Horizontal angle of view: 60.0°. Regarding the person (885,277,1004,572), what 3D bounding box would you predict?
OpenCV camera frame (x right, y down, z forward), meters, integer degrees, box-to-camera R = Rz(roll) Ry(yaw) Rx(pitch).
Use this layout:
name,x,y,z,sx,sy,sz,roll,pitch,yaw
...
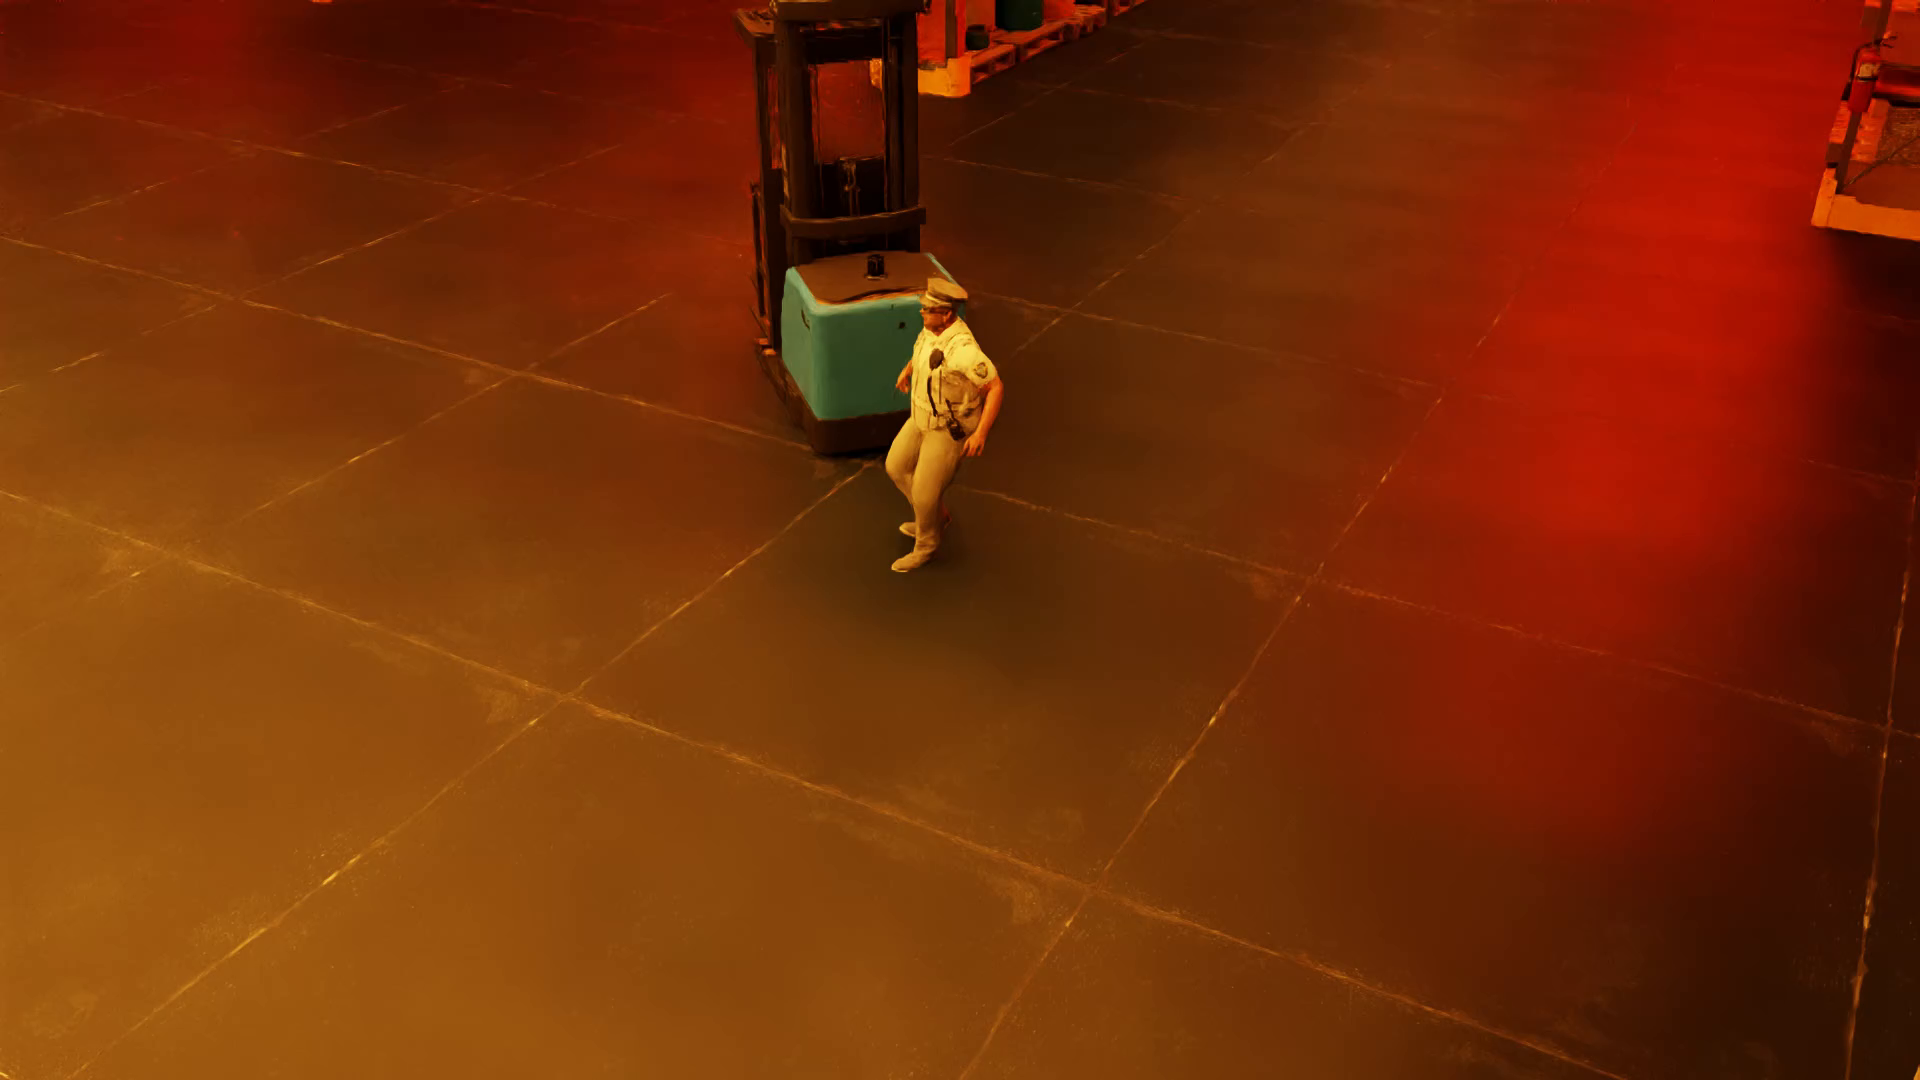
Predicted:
name,x,y,z,sx,sy,sz,roll,pitch,yaw
person,-0.167,-0.679,9.513,0.620,1.731,0.913,-11,32,-19

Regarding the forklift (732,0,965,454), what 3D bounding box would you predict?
name,x,y,z,sx,sy,sz,roll,pitch,yaw
forklift,-0.892,-2.556,11.500,1.130,2.935,3.031,-9,31,-16
